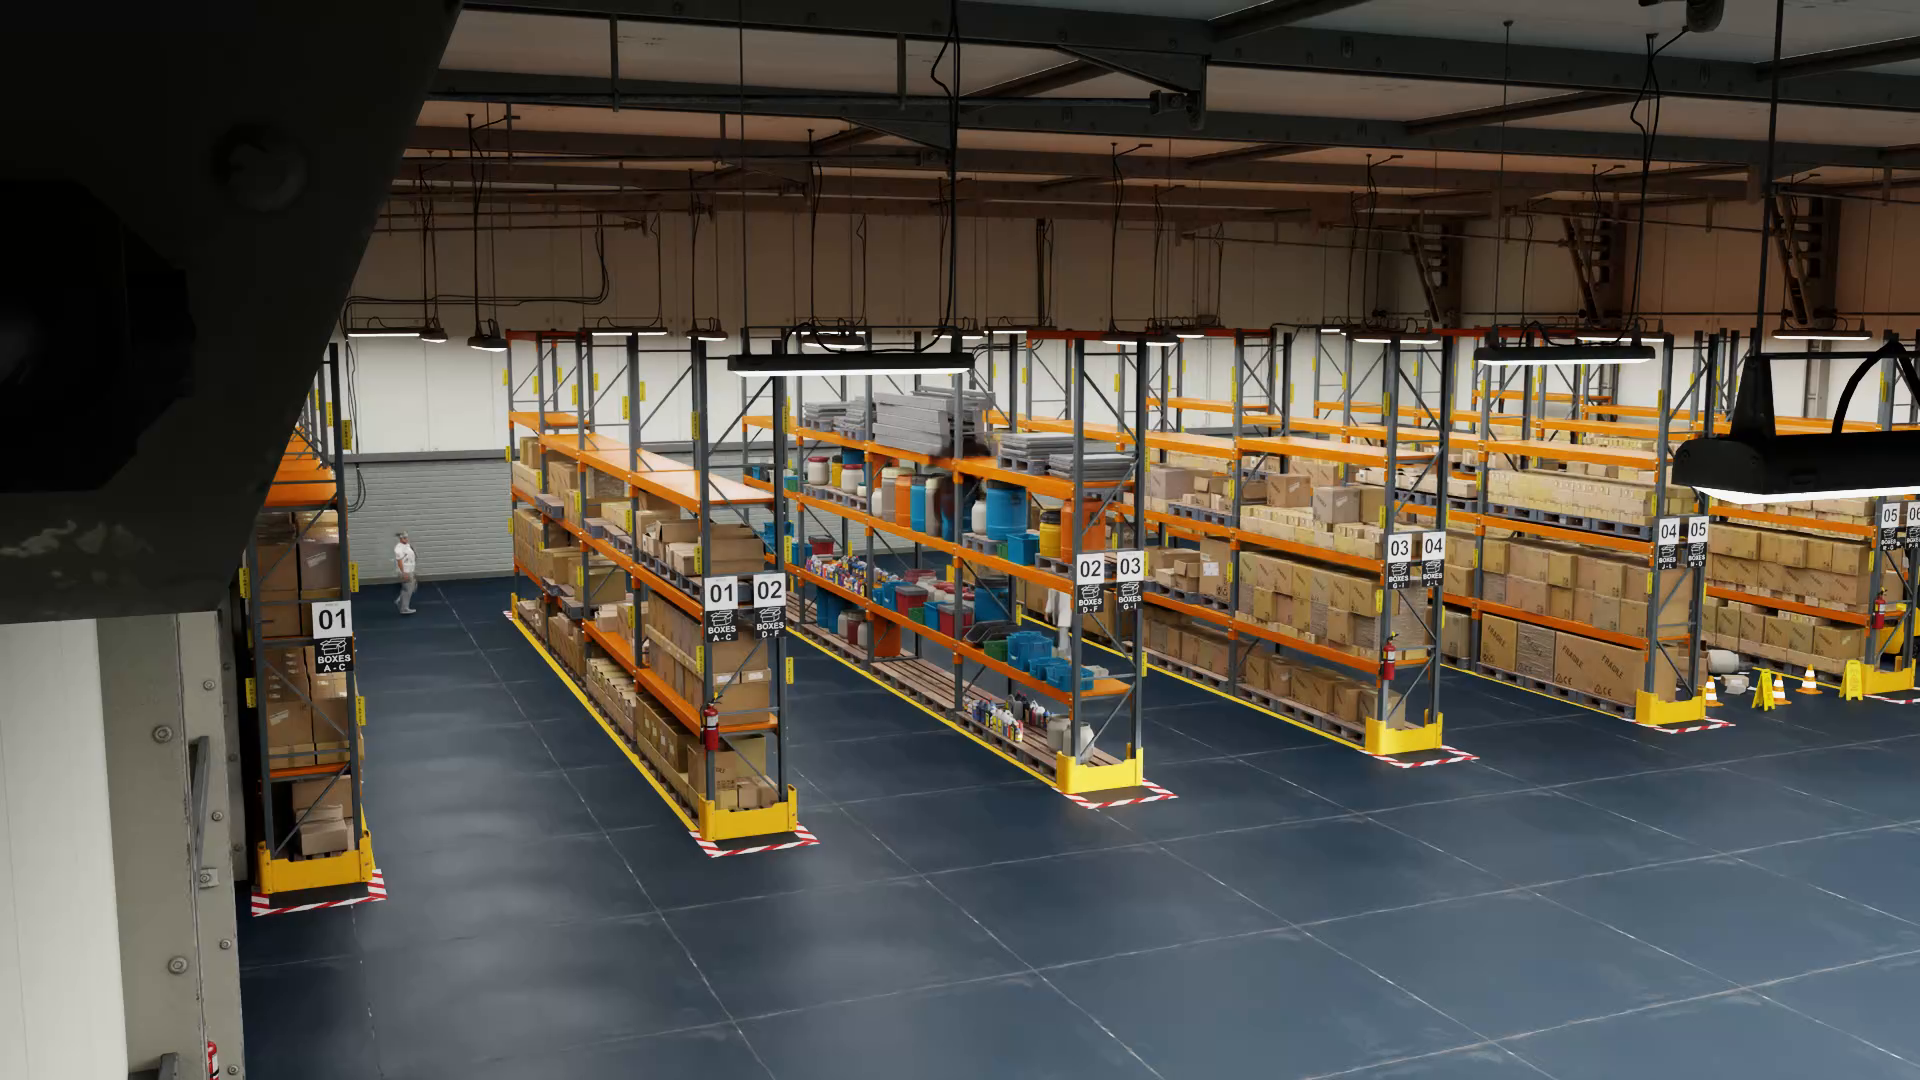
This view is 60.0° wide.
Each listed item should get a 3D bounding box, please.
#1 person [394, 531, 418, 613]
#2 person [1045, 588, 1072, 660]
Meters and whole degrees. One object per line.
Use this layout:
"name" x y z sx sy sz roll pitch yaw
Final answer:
"person" -11.706 0.674 35.111 0.485 1.774 0.549 -4 9 -25
"person" 1.778 1.357 30.193 0.688 1.750 0.588 -6 10 -38
